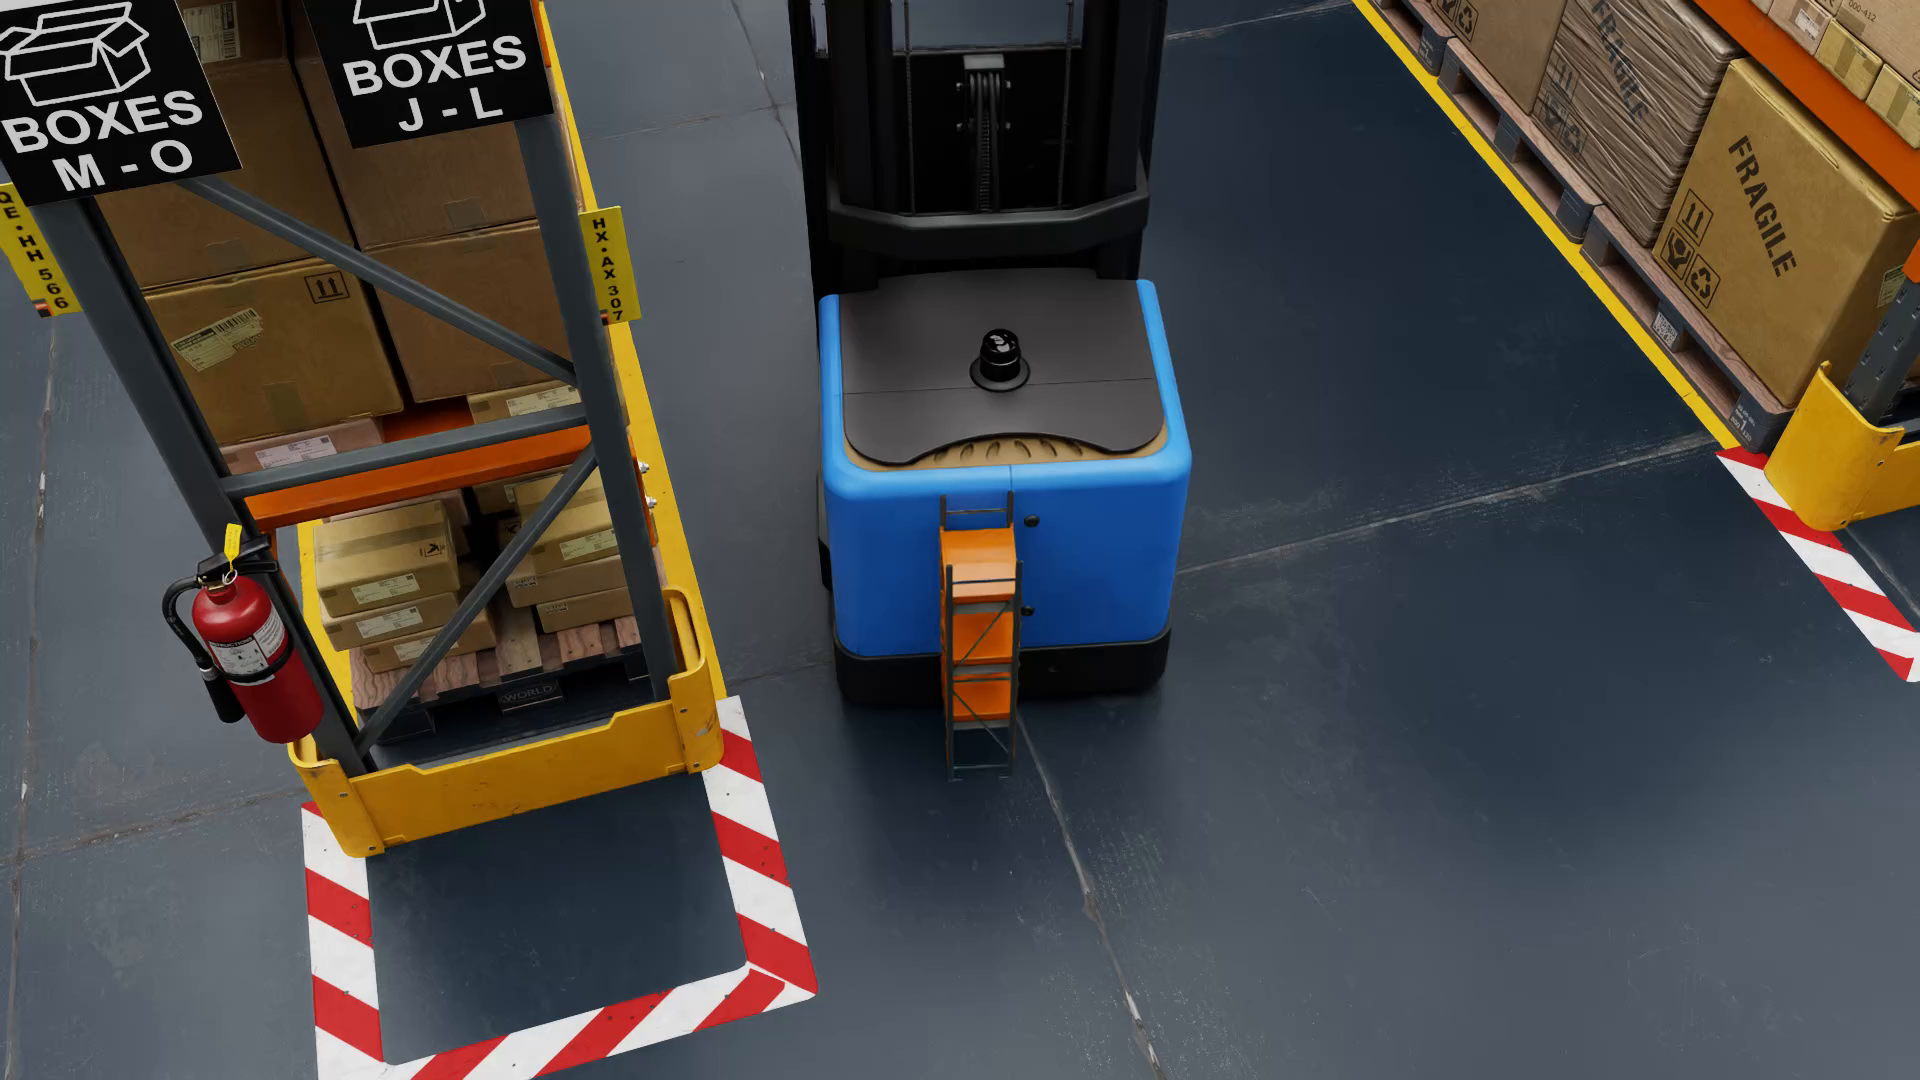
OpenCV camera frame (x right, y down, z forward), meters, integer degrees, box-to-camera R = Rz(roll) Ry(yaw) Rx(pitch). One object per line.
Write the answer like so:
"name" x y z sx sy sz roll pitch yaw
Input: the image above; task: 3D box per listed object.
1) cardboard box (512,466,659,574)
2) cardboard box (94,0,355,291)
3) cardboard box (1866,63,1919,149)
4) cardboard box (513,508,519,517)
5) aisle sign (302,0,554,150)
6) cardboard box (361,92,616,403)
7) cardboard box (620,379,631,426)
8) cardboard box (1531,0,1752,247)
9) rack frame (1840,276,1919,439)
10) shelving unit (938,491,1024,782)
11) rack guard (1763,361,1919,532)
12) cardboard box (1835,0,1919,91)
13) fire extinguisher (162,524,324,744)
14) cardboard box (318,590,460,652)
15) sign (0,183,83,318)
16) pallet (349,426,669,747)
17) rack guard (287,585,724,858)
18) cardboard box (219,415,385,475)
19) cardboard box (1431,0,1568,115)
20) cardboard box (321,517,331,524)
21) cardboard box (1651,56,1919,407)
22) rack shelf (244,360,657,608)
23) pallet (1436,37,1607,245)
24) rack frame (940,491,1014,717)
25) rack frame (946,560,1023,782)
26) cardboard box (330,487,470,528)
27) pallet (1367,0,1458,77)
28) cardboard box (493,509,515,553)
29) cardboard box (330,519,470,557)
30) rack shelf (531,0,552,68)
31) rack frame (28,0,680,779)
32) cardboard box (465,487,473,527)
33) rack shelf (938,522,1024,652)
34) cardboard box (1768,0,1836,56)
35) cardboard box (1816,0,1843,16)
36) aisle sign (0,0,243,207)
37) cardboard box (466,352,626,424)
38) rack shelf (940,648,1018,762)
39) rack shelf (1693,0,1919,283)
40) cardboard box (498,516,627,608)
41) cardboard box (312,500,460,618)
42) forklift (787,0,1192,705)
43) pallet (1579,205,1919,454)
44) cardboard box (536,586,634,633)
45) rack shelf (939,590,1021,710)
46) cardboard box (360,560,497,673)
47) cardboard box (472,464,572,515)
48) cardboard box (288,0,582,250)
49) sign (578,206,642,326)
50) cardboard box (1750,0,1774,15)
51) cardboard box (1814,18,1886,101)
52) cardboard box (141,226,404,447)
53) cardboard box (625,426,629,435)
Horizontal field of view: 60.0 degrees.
"cardboard box" -1.137 -0.077 5.054 0.380 0.149 0.250 -15 52 -13
"cardboard box" -1.679 -0.938 3.665 0.500 0.500 0.500 -14 51 -12
"cardboard box" 3.042 -1.362 5.100 0.380 0.149 0.250 -12 51 -10
"cardboard box" -1.243 -0.175 5.331 0.380 0.149 0.250 -14 51 -11
"aisle sign" -0.998 -1.062 2.983 0.394 0.787 0.004 -13 51 -11
"cardboard box" -1.175 -0.728 4.142 0.500 0.500 0.500 -11 51 -9
"cardboard box" -1.285 -0.464 5.380 0.380 0.149 0.250 -13 51 -11
"cardboard box" 2.927 -1.821 6.439 0.875 0.875 0.875 -13 51 -11
"rack frame" 3.462 -1.257 4.848 1.000 3.000 0.127 -13 51 -11
"shelving unit" 0.055 0.307 4.805 0.215 1.050 0.252 -3 50 -3
"rack guard" 3.469 -0.434 5.789 1.175 0.500 0.348 -13 51 -11
"cardboard box" 3.065 -1.598 5.039 0.500 0.250 0.500 -14 51 -12
"fire extinguisher" -1.673 0.224 3.894 0.296 0.674 0.183 -13 51 -11
"cardboard box" -1.735 0.157 5.051 0.380 0.149 0.250 -15 51 -12
"sign" -1.842 -0.573 3.307 0.100 0.325 0.005 -13 51 -11
"pallet" -1.535 0.033 5.584 1.003 0.211 1.213 -13 51 -11
"rack guard" -1.329 0.541 4.967 1.175 0.500 0.348 -13 51 -11
"cardboard box" -1.673 -0.302 4.207 0.380 0.149 0.250 -13 51 -11
"cardboard box" 2.664 -2.471 6.987 0.875 0.875 0.875 -13 51 -11
"cardboard box" -1.890 -0.222 5.370 0.380 0.149 0.250 -15 52 -12
"cardboard box" 3.196 -1.157 5.878 0.875 0.875 0.875 -13 51 -11
"rack shelf" -1.898 -1.438 5.471 1.077 0.370 4.000 -13 51 -11
"pallet" 2.793 -1.814 7.141 1.003 0.211 1.213 -13 51 -11
"rack frame" 0.046 0.214 4.883 0.200 1.050 0.008 -3 50 -3
"rack frame" 0.063 0.400 4.726 0.200 1.050 0.008 -3 50 -3
"cardboard box" -1.724 -0.143 5.110 0.380 0.149 0.250 -12 51 -10
"pallet" 2.429 -2.706 7.894 1.003 0.211 1.213 -13 51 -11
"cardboard box" -1.311 -0.053 5.423 0.380 0.149 0.250 -13 51 -11
"cardboard box" -1.761 -0.046 5.222 0.380 0.149 0.250 -14 51 -12
"rack shelf" -1.898 -2.405 4.324 1.077 0.370 4.000 -13 51 -11
"rack frame" -1.306 -0.209 3.964 1.000 3.000 0.127 -13 51 -11
"cardboard box" -1.830 -0.140 5.496 0.380 0.149 0.250 -14 51 -11
"rack shelf" 0.055 0.131 4.596 0.215 0.259 0.240 -3 50 -3
"cardboard box" 2.890 -1.736 5.415 0.380 0.149 0.250 -13 51 -11
"cardboard box" 2.915 -1.969 5.352 0.500 0.250 0.500 -14 51 -12
"aisle sign" -1.571 -0.926 2.868 0.394 0.787 0.004 -13 51 -11
"cardboard box" -1.089 -0.439 4.322 0.380 0.149 0.250 -14 51 -11
"rack shelf" 0.055 0.493 5.025 0.215 0.259 0.240 -3 50 -3
"rack shelf" 2.870 -2.486 6.354 1.077 0.370 4.000 -13 51 -11
"cardboard box" -1.216 0.038 5.152 0.380 0.149 0.250 -11 51 -9
"cardboard box" -1.705 0.053 4.944 0.380 0.149 0.250 -13 51 -11
"forklift" 0.032 -1.559 5.147 1.130 2.935 3.031 -3 50 -3
"pallet" 3.150 -0.924 6.391 1.003 0.211 1.213 -13 51 -11
"cardboard box" -1.155 0.119 5.278 0.380 0.149 0.250 -12 51 -10
"rack shelf" 0.055 0.314 4.813 0.215 0.259 0.240 -3 50 -3
"cardboard box" -1.661 0.237 5.178 0.380 0.149 0.250 -13 51 -10
"cardboard box" -1.333 -0.251 5.201 0.380 0.149 0.250 -12 51 -10
"cardboard box" -1.185 -1.048 3.757 0.500 0.500 0.500 -14 51 -11
"sign" -0.788 -0.611 3.737 0.100 0.325 0.005 -13 51 -11
"cardboard box" 2.817 -1.918 5.569 0.380 0.149 0.250 -13 51 -10
"cardboard box" 2.963 -1.551 5.260 0.380 0.149 0.250 -13 51 -11
"cardboard box" -1.685 -0.607 4.040 0.500 0.500 0.500 -12 51 -10
"cardboard box" -1.362 -0.445 5.753 0.380 0.149 0.250 -13 51 -11
